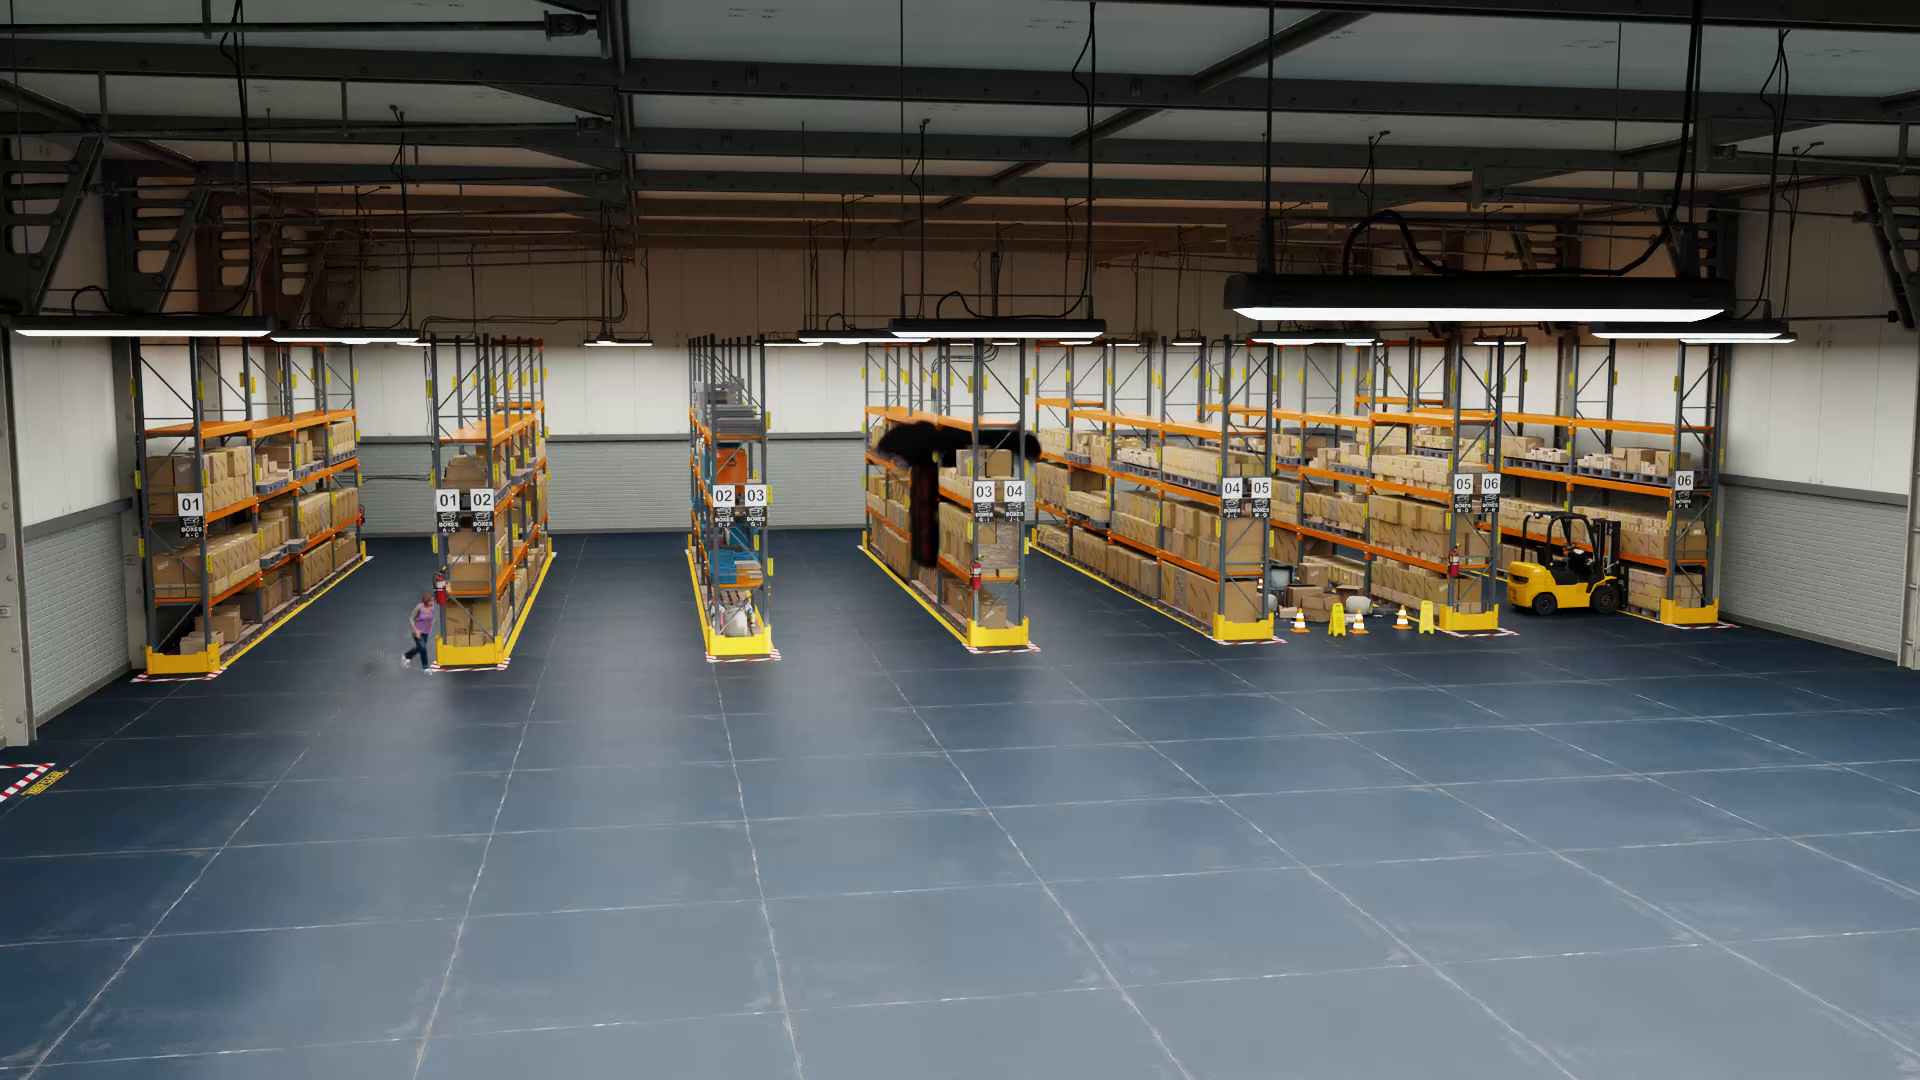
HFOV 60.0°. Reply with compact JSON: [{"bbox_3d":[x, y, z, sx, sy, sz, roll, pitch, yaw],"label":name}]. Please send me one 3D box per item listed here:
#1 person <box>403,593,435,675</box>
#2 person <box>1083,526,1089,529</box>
[{"bbox_3d":[-9.588,1.641,29.440,0.921,1.481,0.510,5,9,40],"label":"person"},{"bbox_3d":[3.942,-0.762,49.417,0.705,1.691,0.700,-5,8,-39],"label":"person"}]
